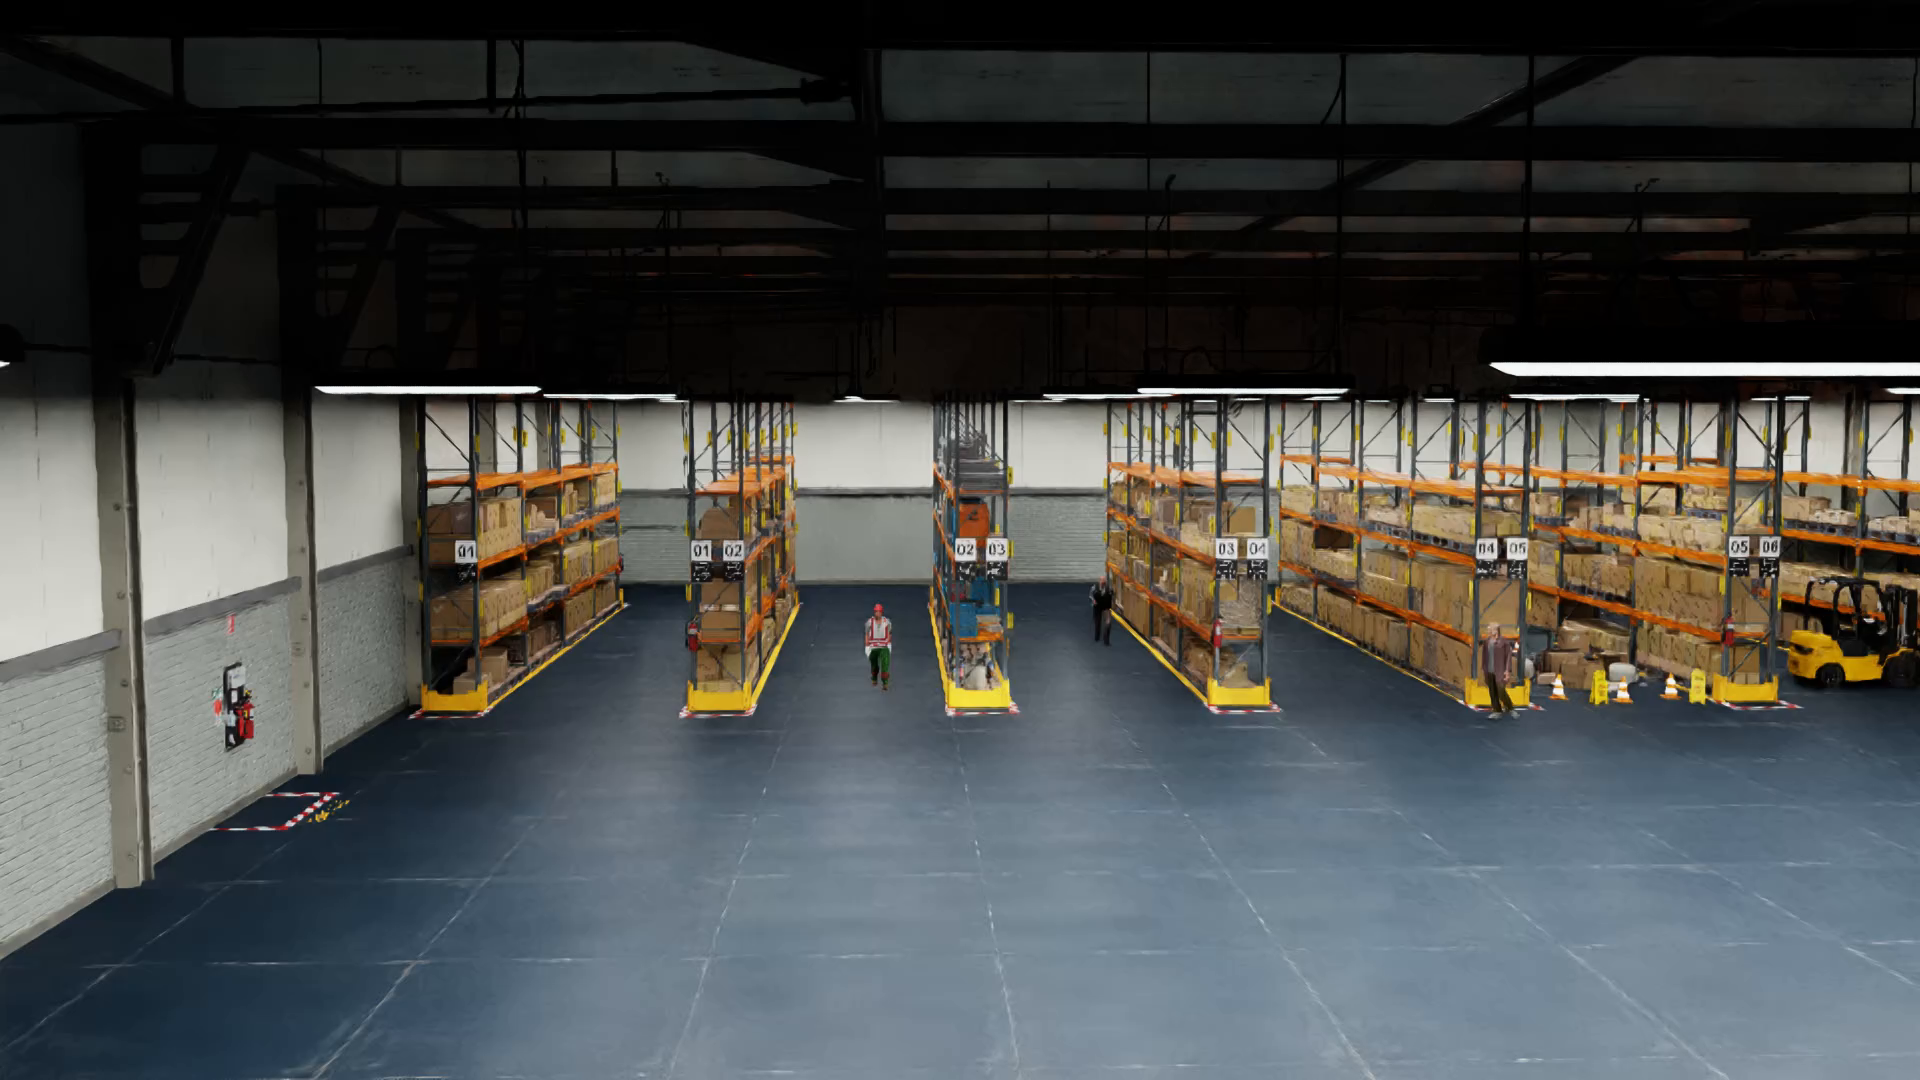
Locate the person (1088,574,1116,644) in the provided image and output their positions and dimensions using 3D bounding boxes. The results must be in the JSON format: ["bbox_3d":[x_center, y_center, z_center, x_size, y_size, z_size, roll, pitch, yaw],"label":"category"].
[{"bbox_3d":[3.416,1.638,39.941,0.680,1.658,0.866,0,5,2],"label":"person"}]

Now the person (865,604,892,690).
[{"bbox_3d":[-1.639,2.125,33.428,0.557,1.703,1.116,0,5,-4],"label":"person"}]

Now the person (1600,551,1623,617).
[{"bbox_3d":[17.611,1.180,44.877,0.563,1.743,0.635,1,5,16],"label":"person"}]

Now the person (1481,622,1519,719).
[{"bbox_3d":[9.764,2.368,30.155,0.504,1.771,0.747,-4,6,-39],"label":"person"}]
